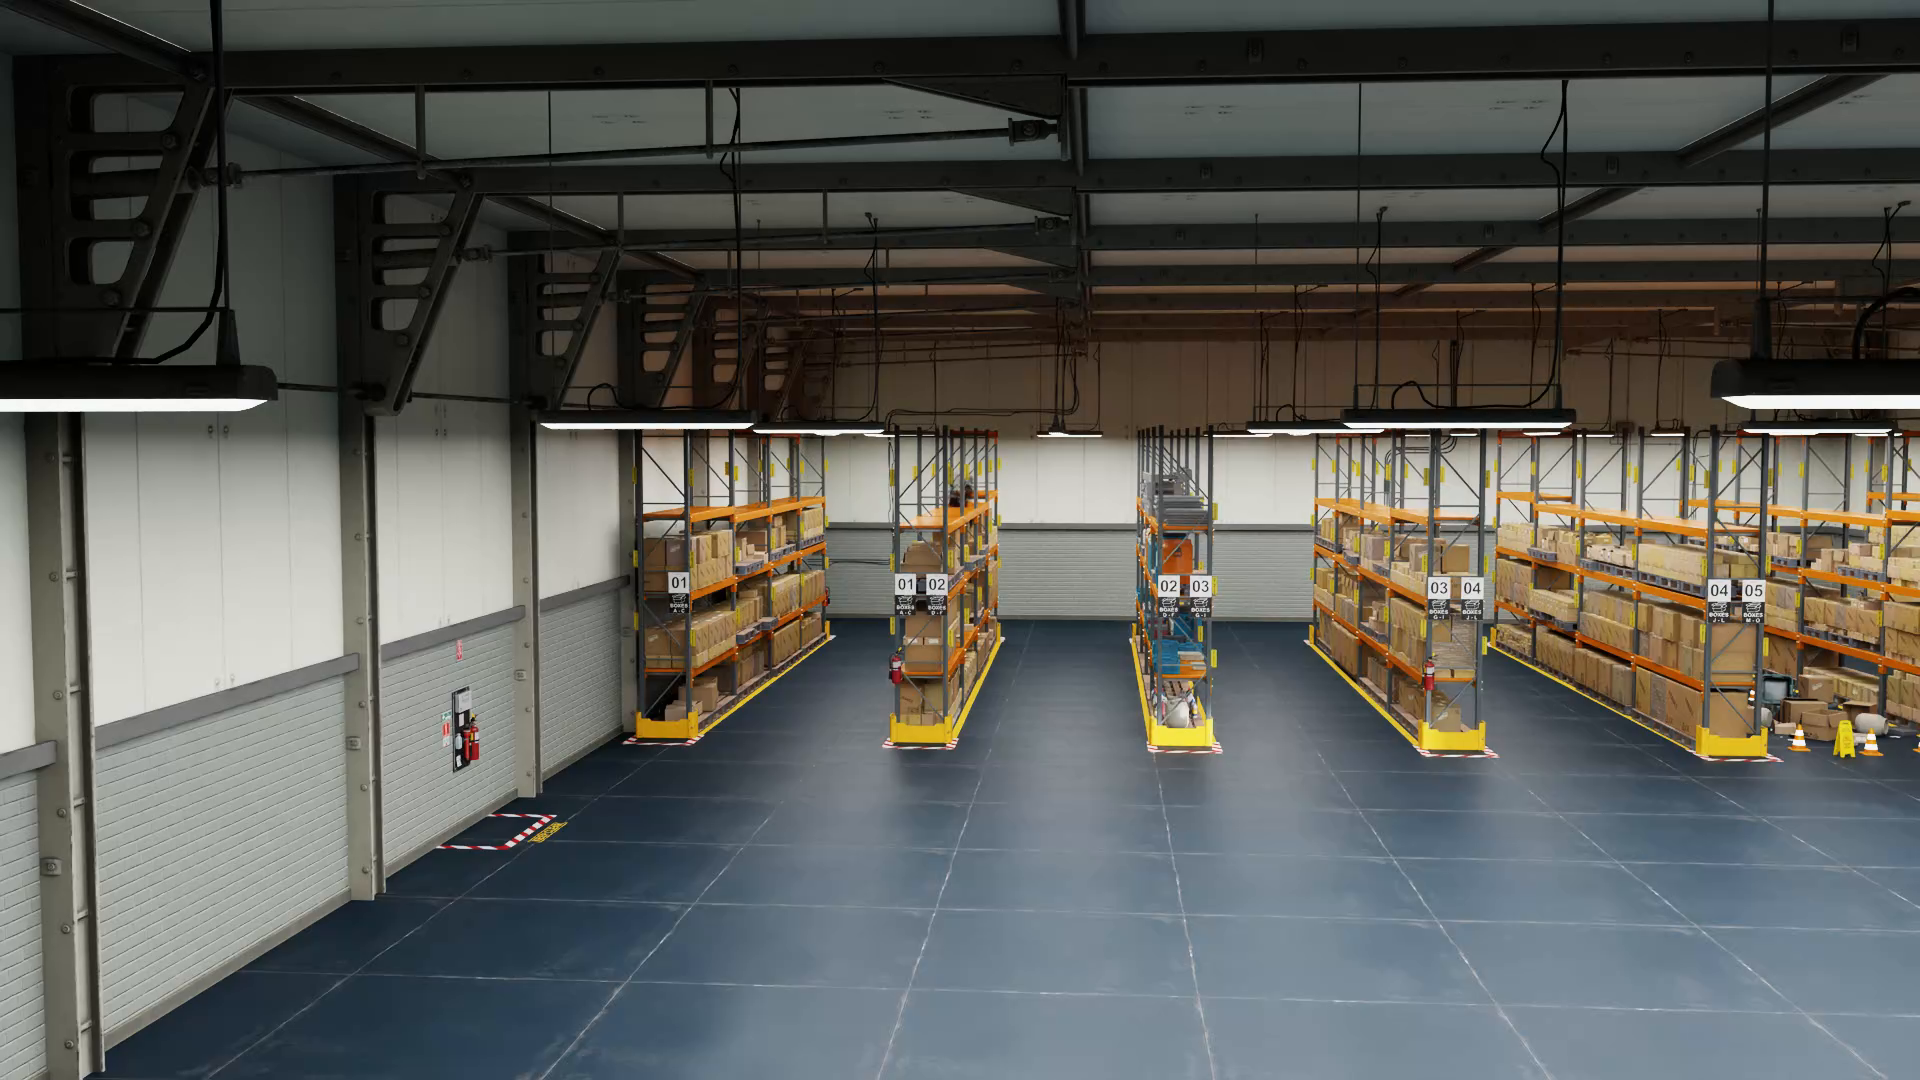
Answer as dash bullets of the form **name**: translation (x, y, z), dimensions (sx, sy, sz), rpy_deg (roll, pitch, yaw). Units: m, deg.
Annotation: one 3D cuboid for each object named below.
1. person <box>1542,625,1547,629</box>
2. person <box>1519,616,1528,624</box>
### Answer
- **person**: translation (16.836, 2.065, 47.409), dimensions (0.818, 1.605, 0.524), rpy_deg (0, 3, 8)
- **person**: translation (16.144, 2.035, 47.318), dimensions (0.825, 1.730, 0.752), rpy_deg (3, 4, 38)
